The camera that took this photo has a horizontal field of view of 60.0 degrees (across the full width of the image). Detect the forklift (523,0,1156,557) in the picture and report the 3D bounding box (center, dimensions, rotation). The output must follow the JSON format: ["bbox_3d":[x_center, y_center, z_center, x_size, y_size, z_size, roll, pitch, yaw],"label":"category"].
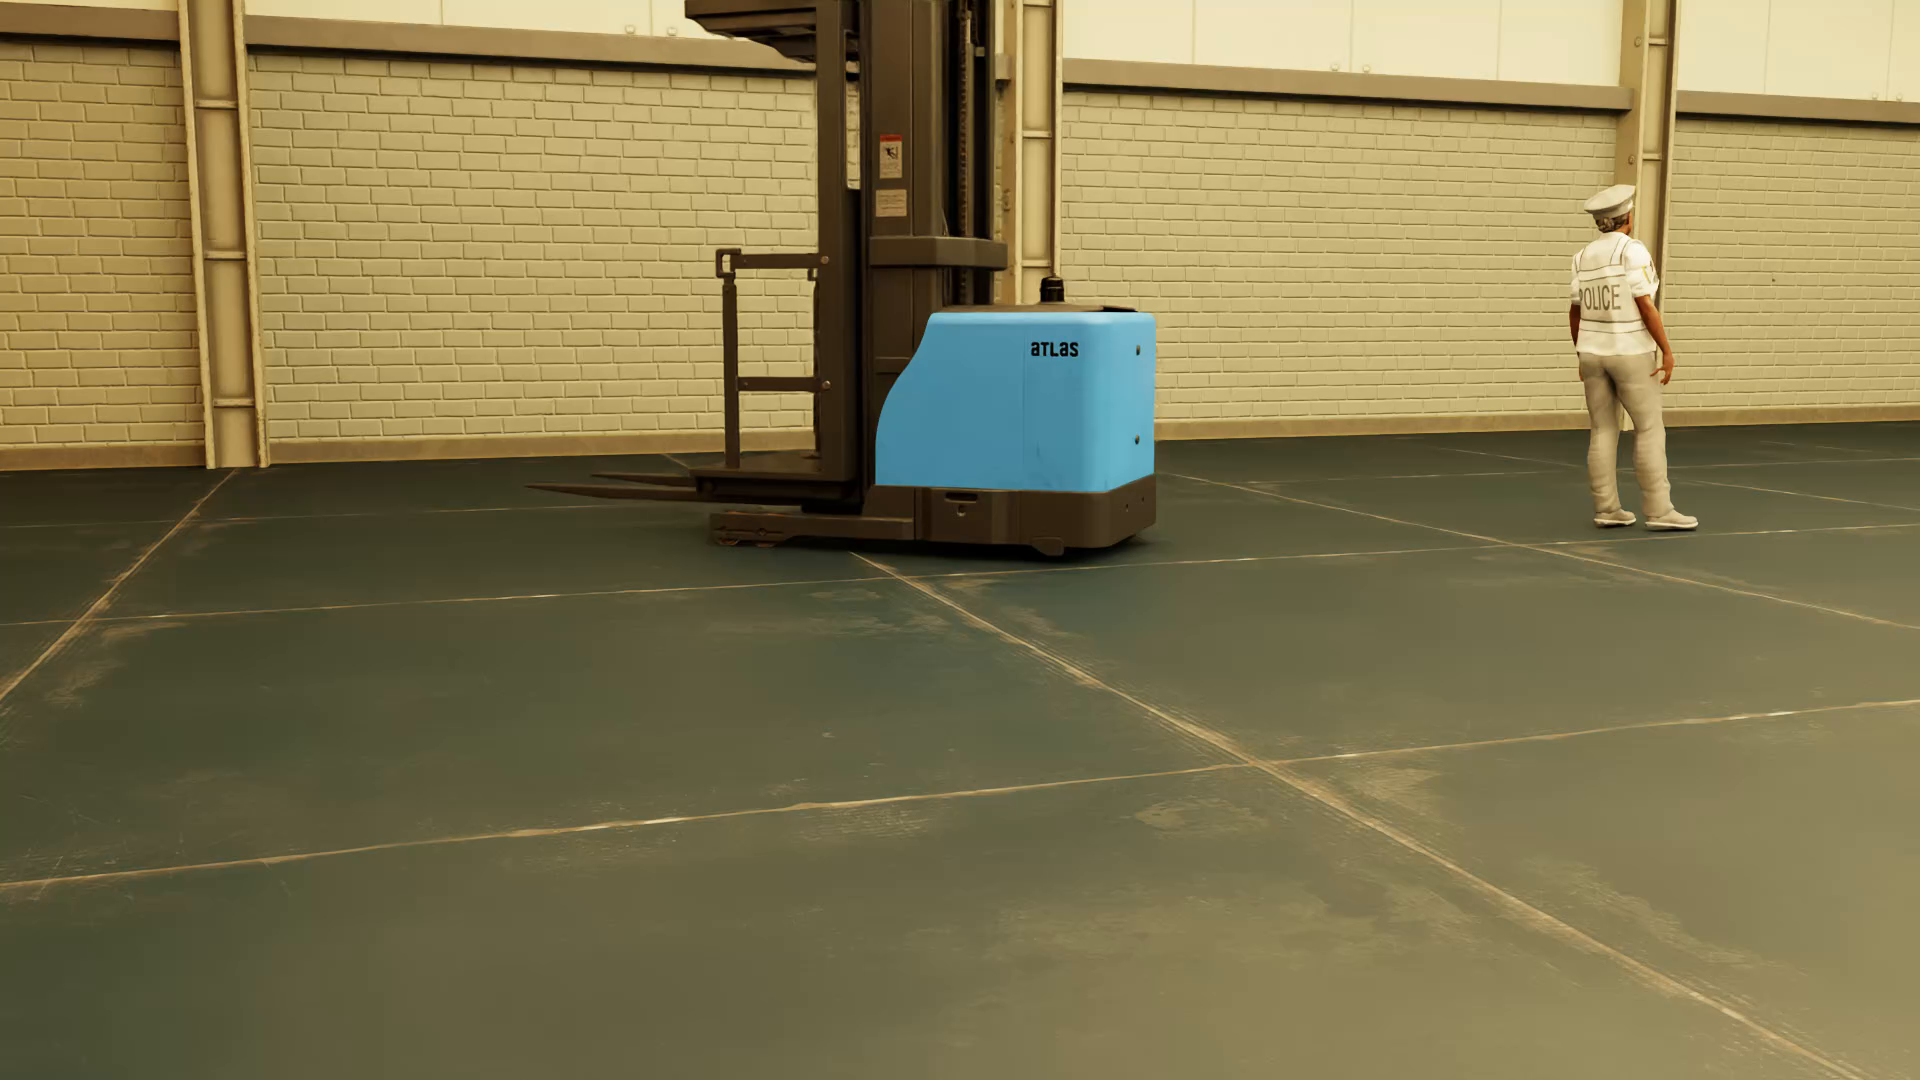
[{"bbox_3d":[-0.634,-1.476,7.902,3.031,2.935,1.130,3,8,19],"label":"forklift"}]

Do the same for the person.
[{"bbox_3d":[3.338,-0.912,8.289,0.529,1.694,0.569,-4,9,-29],"label":"person"}]
